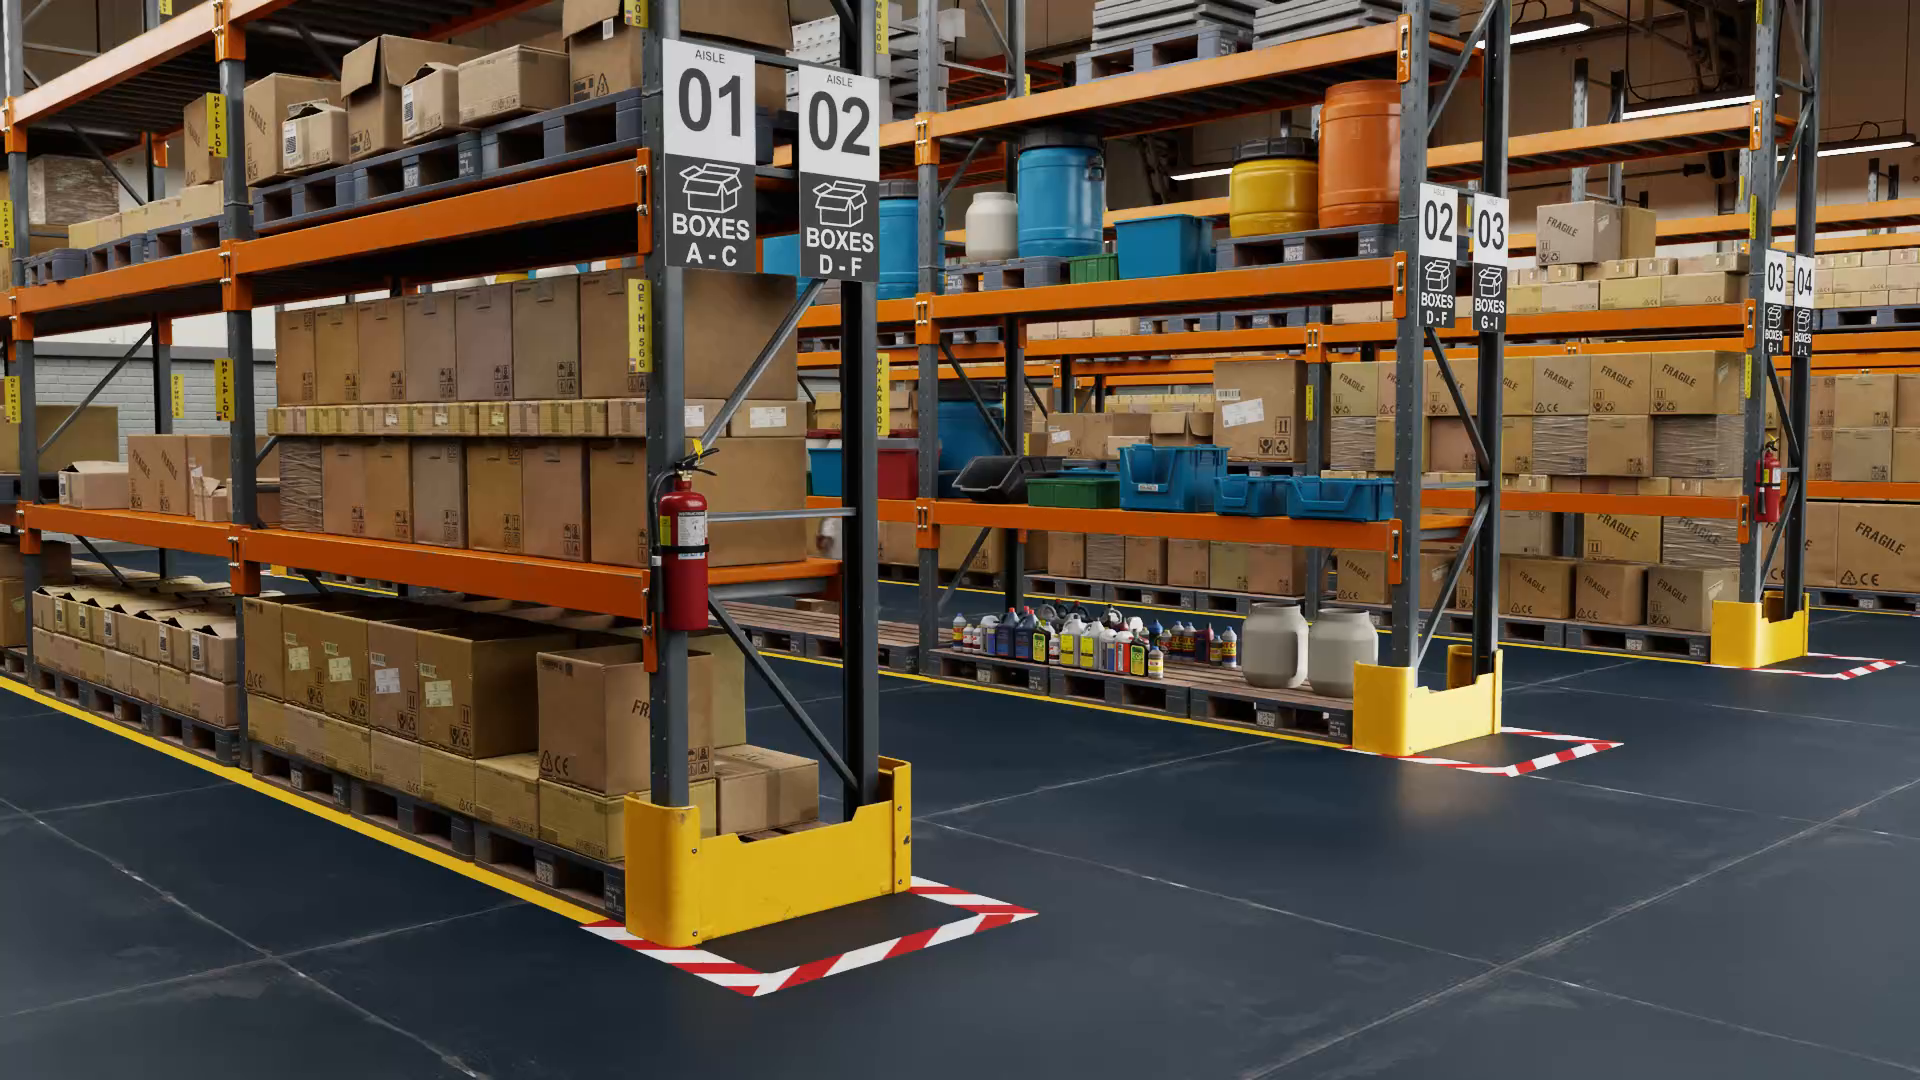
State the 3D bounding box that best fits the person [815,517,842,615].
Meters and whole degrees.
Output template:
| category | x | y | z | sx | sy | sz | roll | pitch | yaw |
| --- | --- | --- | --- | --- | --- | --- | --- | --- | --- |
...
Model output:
| category | x | y | z | sx | sy | sz | roll | pitch | yaw |
| --- | --- | --- | --- | --- | --- | --- | --- | --- | --- |
| person | -1.022 | -0.030 | 15.024 | 0.583 | 1.745 | 0.403 | -3 | 5 | -42 |
